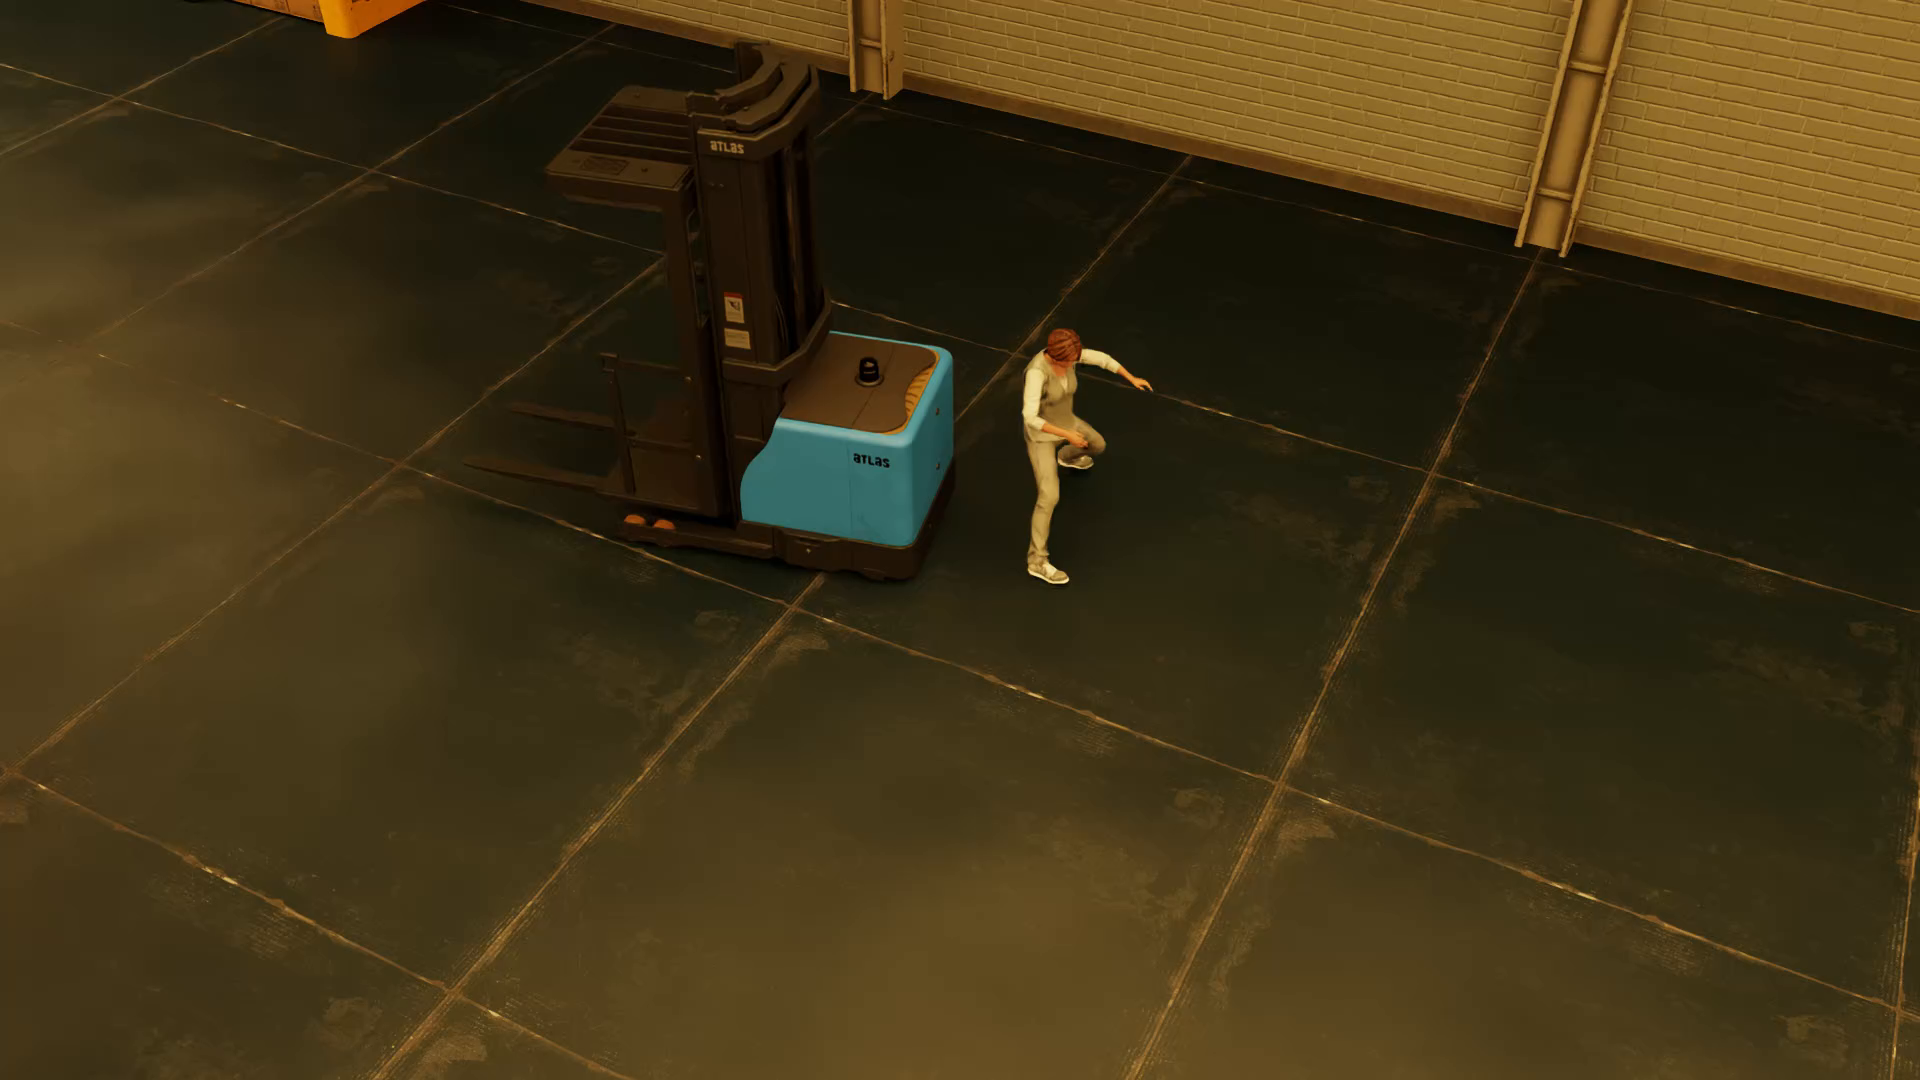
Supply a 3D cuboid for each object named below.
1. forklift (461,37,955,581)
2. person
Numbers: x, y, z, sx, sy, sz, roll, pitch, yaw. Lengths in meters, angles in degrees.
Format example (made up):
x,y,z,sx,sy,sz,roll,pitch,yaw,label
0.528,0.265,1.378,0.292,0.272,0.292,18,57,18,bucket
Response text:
x,y,z,sx,sy,sz,roll,pitch,yaw,label
-1.604,-1.398,9.646,3.031,2.935,1.130,10,41,11,forklift
0.673,-0.651,9.961,0.761,1.381,1.128,29,48,30,person
